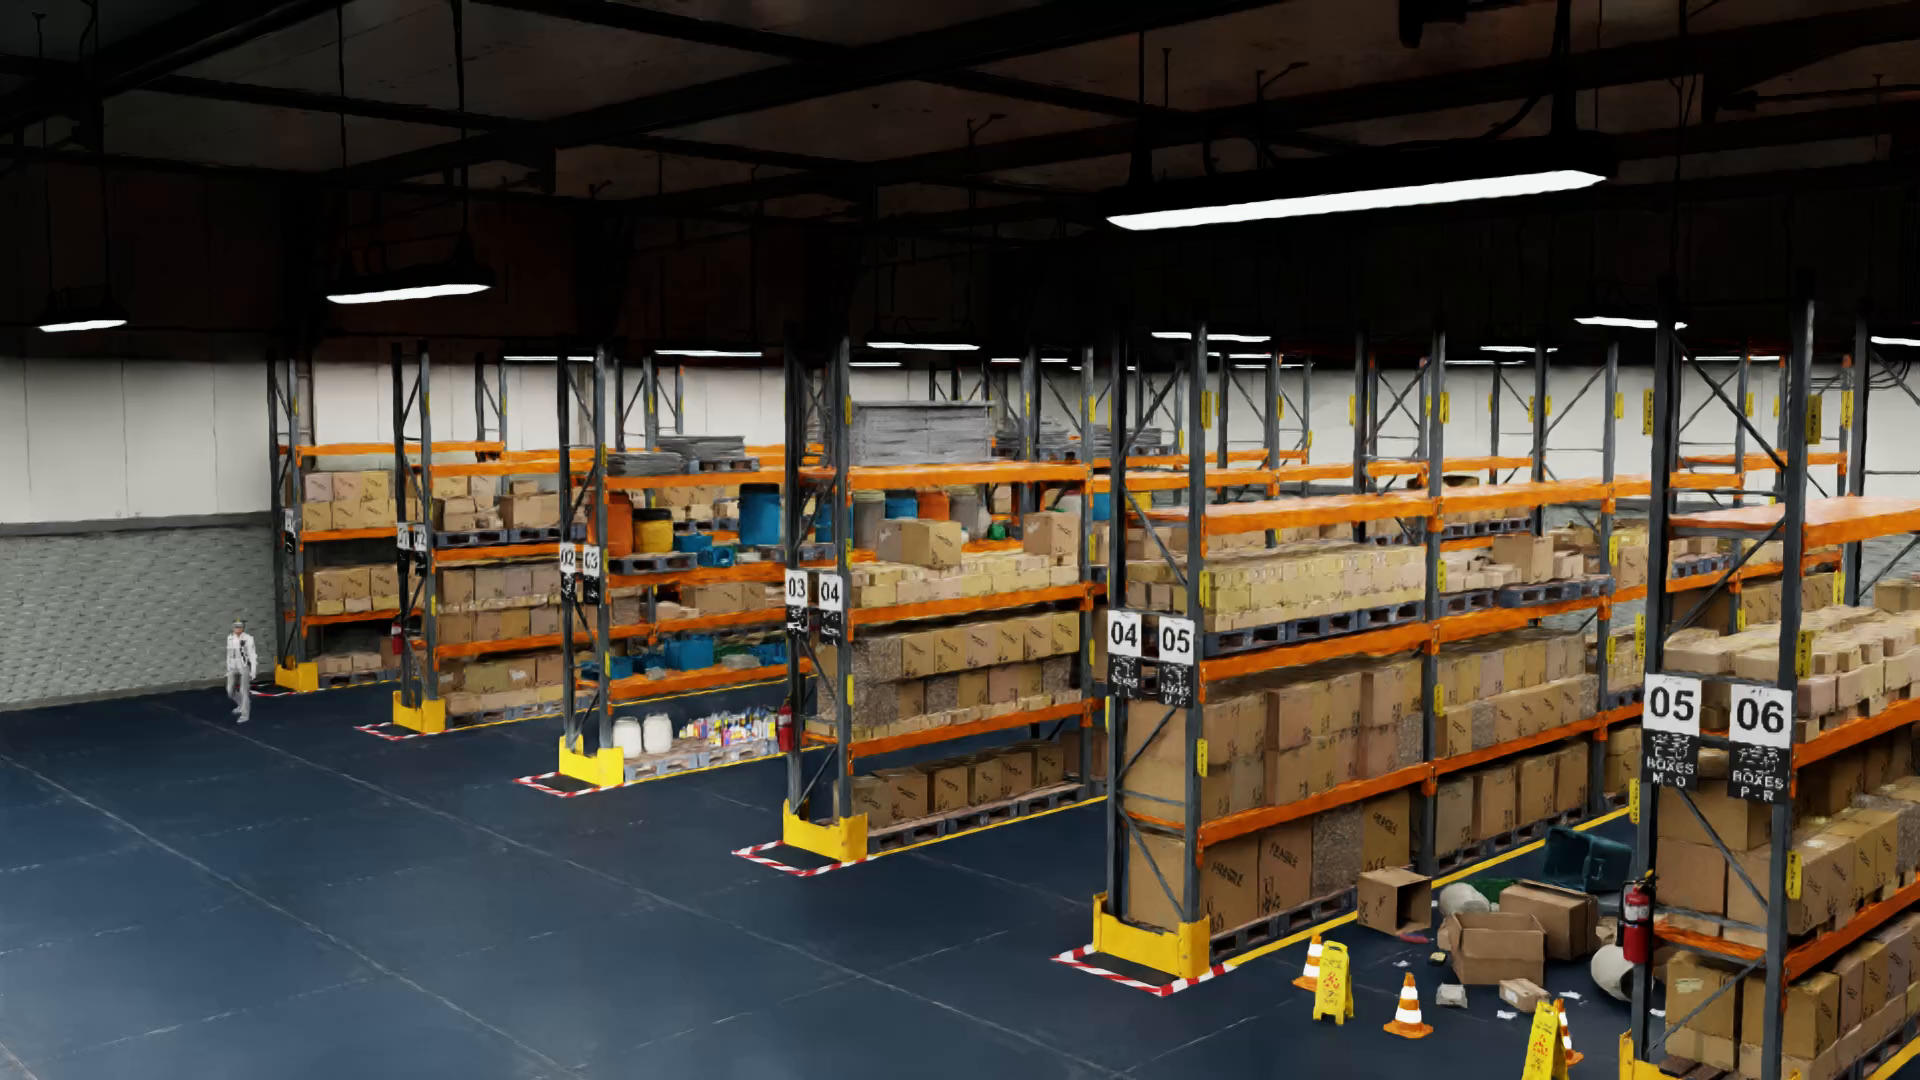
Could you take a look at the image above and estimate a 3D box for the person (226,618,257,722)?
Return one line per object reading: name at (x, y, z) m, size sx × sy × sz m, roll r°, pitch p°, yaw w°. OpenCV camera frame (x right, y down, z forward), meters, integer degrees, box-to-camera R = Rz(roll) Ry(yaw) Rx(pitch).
person at (-11.426, 2.046, 26.493) m, size 0.533 × 1.668 × 0.522 m, roll 1°, pitch 5°, yaw 9°
